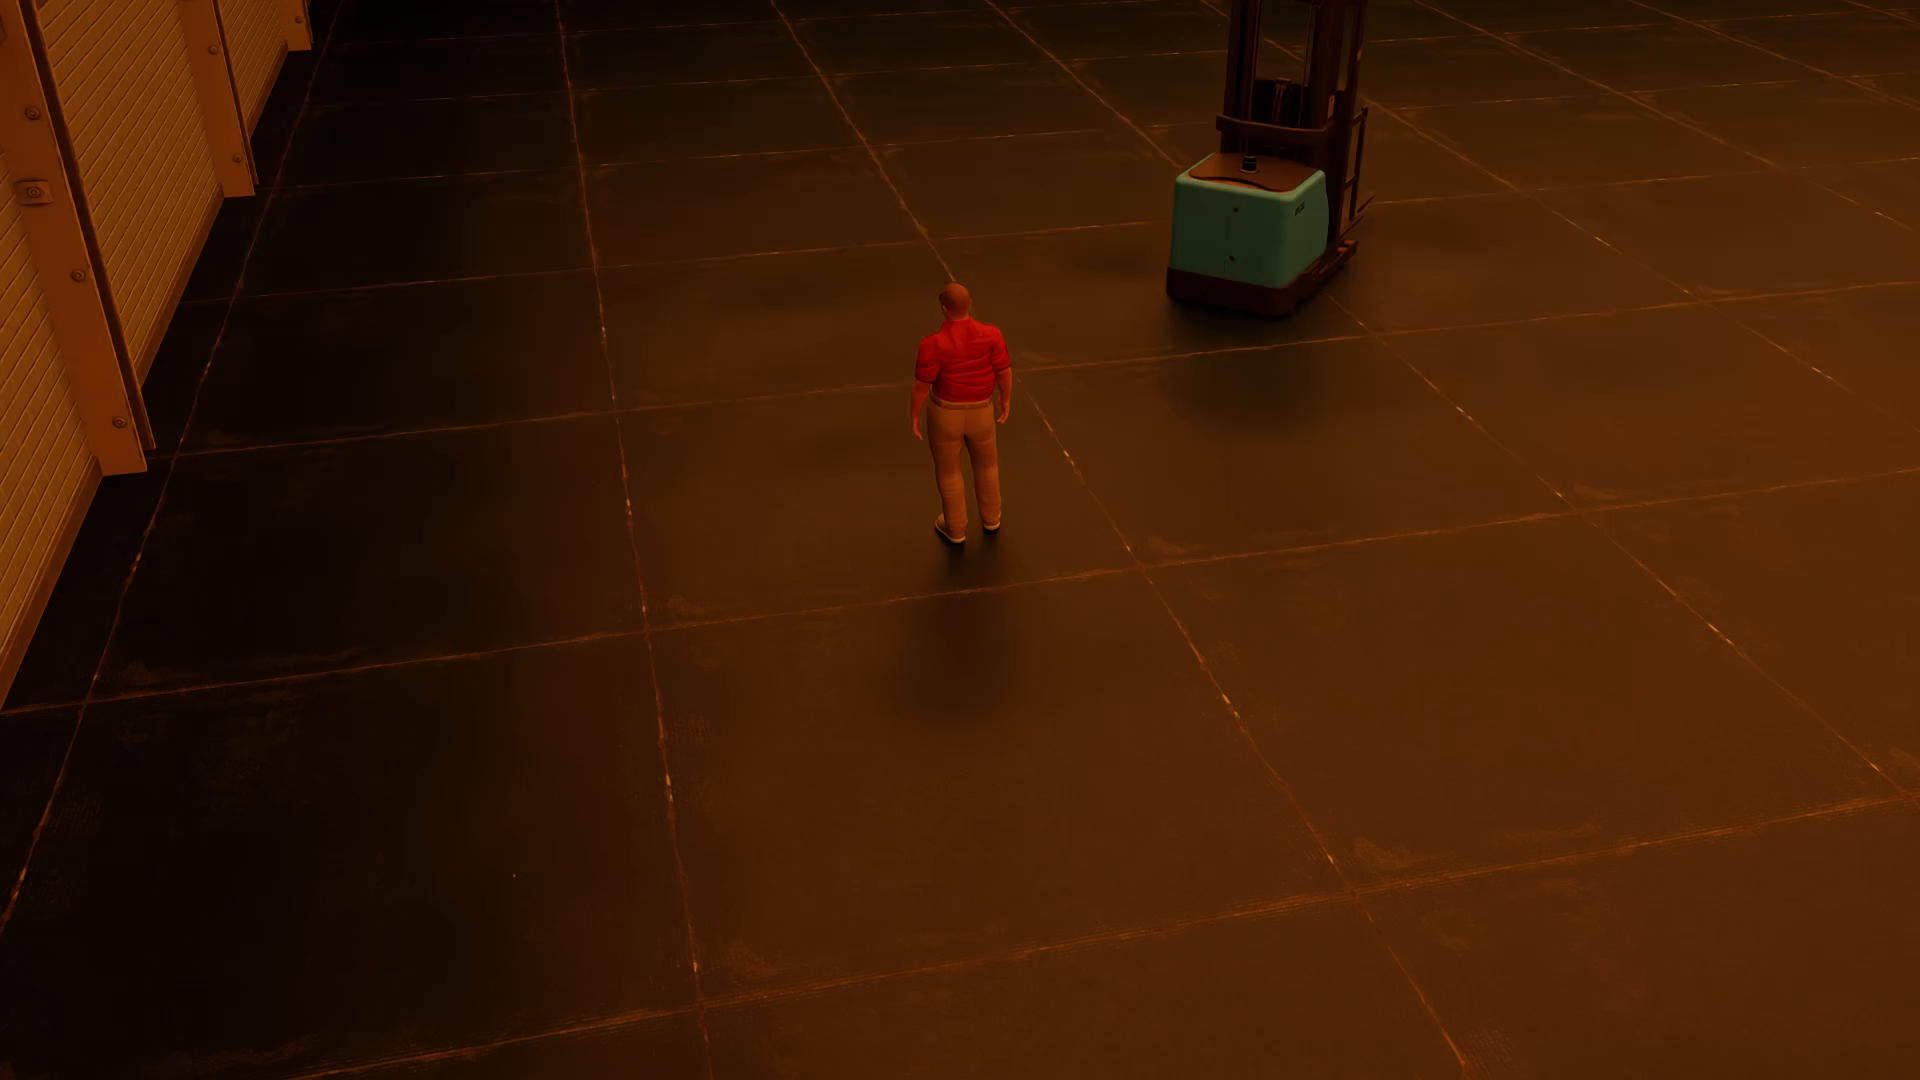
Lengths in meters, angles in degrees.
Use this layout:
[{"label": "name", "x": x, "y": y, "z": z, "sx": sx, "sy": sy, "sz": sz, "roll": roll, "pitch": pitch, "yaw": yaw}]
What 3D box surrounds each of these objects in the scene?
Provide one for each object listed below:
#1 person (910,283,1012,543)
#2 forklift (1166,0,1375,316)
[{"label": "person", "x": -0.009, "y": -0.799, "z": 10.141, "sx": 0.640, "sy": 1.727, "sz": 0.551, "roll": -7, "pitch": 31, "yaw": -12}, {"label": "forklift", "x": 2.891, "y": -3.791, "z": 14.124, "sx": 1.130, "sy": 2.935, "sz": 3.031, "roll": 16, "pitch": 34, "yaw": 25}]
